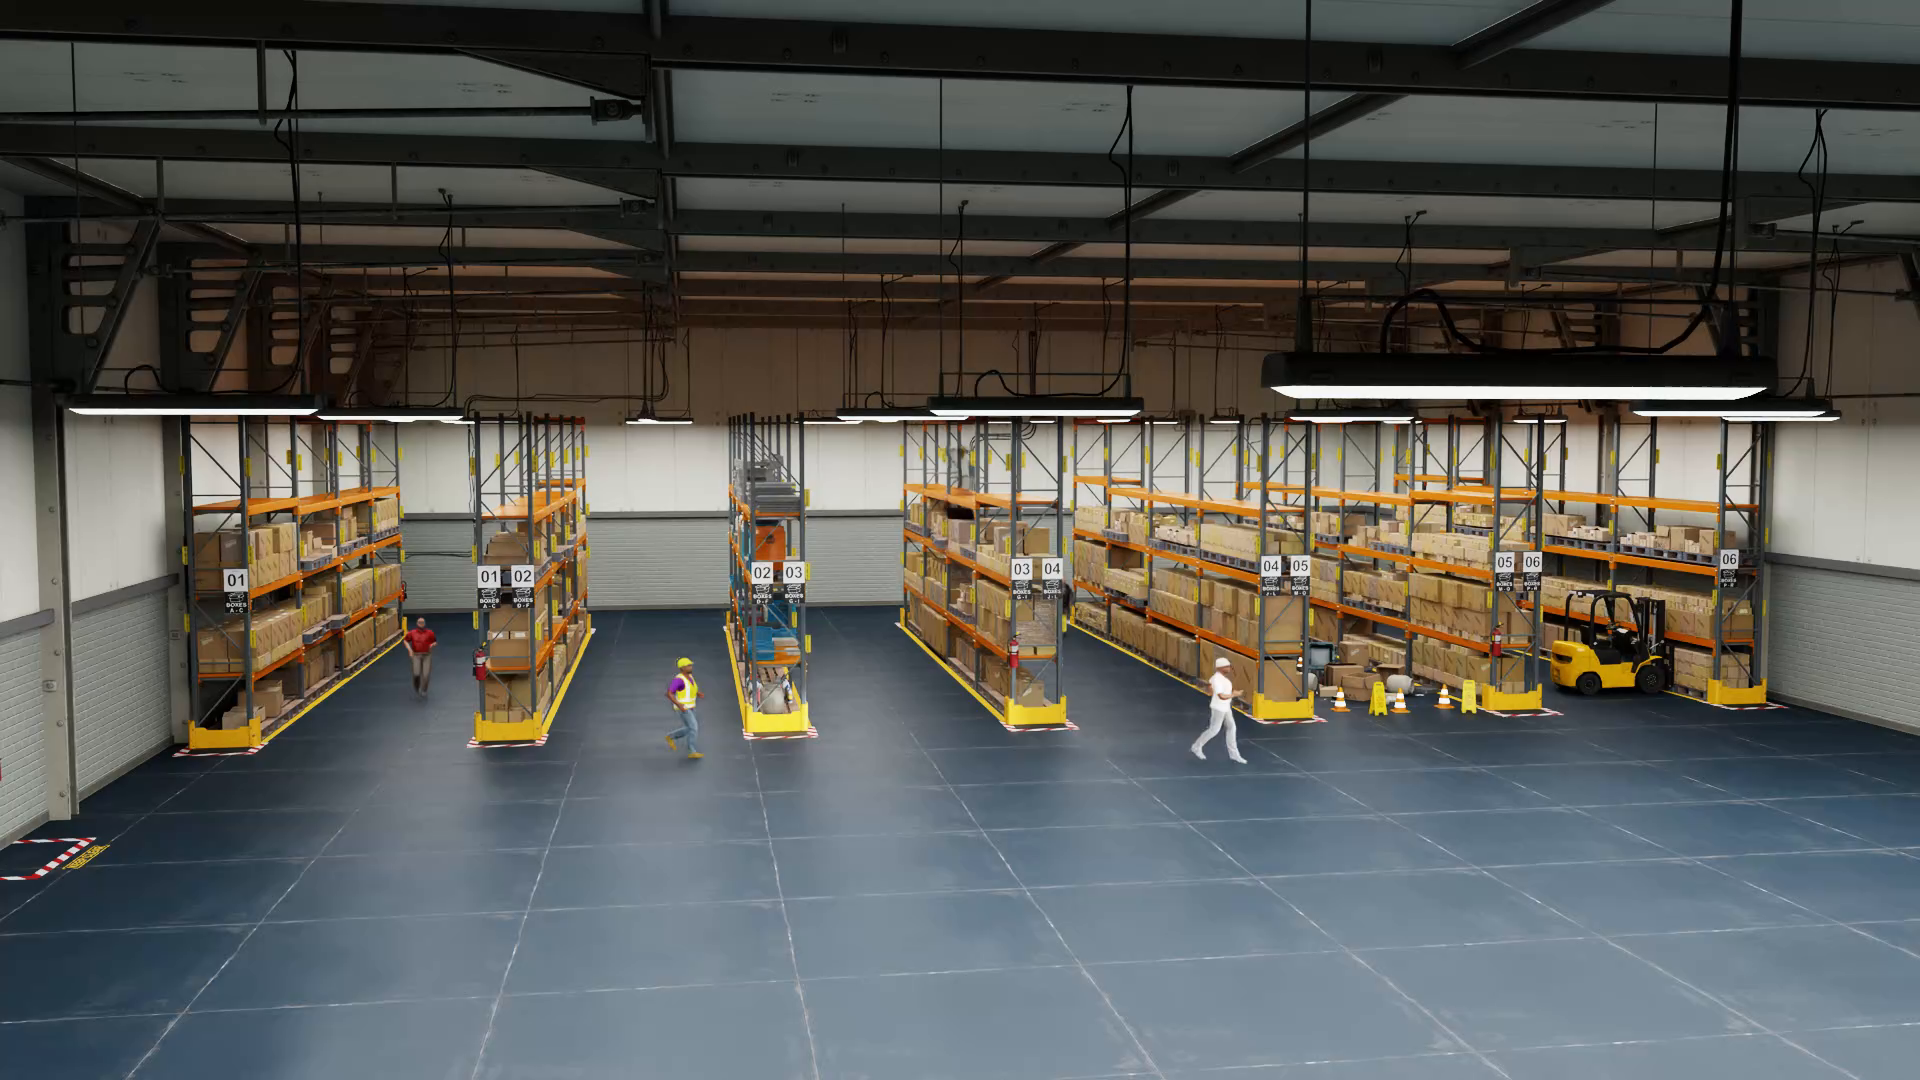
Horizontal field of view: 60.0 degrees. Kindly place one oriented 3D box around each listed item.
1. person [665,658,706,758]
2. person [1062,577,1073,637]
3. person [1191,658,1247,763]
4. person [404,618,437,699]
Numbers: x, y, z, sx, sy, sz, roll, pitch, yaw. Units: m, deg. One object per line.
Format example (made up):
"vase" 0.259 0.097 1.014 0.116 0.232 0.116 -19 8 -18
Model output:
"person" -4.788 2.901 28.745 0.747 1.732 0.703 1 4 15
"person" 2.786 1.815 45.414 0.646 1.668 0.746 0 4 -5
"person" 4.410 2.888 28.274 0.950 1.781 0.688 1 4 21
"person" -11.317 2.503 34.945 0.645 1.726 0.640 -2 4 -24
